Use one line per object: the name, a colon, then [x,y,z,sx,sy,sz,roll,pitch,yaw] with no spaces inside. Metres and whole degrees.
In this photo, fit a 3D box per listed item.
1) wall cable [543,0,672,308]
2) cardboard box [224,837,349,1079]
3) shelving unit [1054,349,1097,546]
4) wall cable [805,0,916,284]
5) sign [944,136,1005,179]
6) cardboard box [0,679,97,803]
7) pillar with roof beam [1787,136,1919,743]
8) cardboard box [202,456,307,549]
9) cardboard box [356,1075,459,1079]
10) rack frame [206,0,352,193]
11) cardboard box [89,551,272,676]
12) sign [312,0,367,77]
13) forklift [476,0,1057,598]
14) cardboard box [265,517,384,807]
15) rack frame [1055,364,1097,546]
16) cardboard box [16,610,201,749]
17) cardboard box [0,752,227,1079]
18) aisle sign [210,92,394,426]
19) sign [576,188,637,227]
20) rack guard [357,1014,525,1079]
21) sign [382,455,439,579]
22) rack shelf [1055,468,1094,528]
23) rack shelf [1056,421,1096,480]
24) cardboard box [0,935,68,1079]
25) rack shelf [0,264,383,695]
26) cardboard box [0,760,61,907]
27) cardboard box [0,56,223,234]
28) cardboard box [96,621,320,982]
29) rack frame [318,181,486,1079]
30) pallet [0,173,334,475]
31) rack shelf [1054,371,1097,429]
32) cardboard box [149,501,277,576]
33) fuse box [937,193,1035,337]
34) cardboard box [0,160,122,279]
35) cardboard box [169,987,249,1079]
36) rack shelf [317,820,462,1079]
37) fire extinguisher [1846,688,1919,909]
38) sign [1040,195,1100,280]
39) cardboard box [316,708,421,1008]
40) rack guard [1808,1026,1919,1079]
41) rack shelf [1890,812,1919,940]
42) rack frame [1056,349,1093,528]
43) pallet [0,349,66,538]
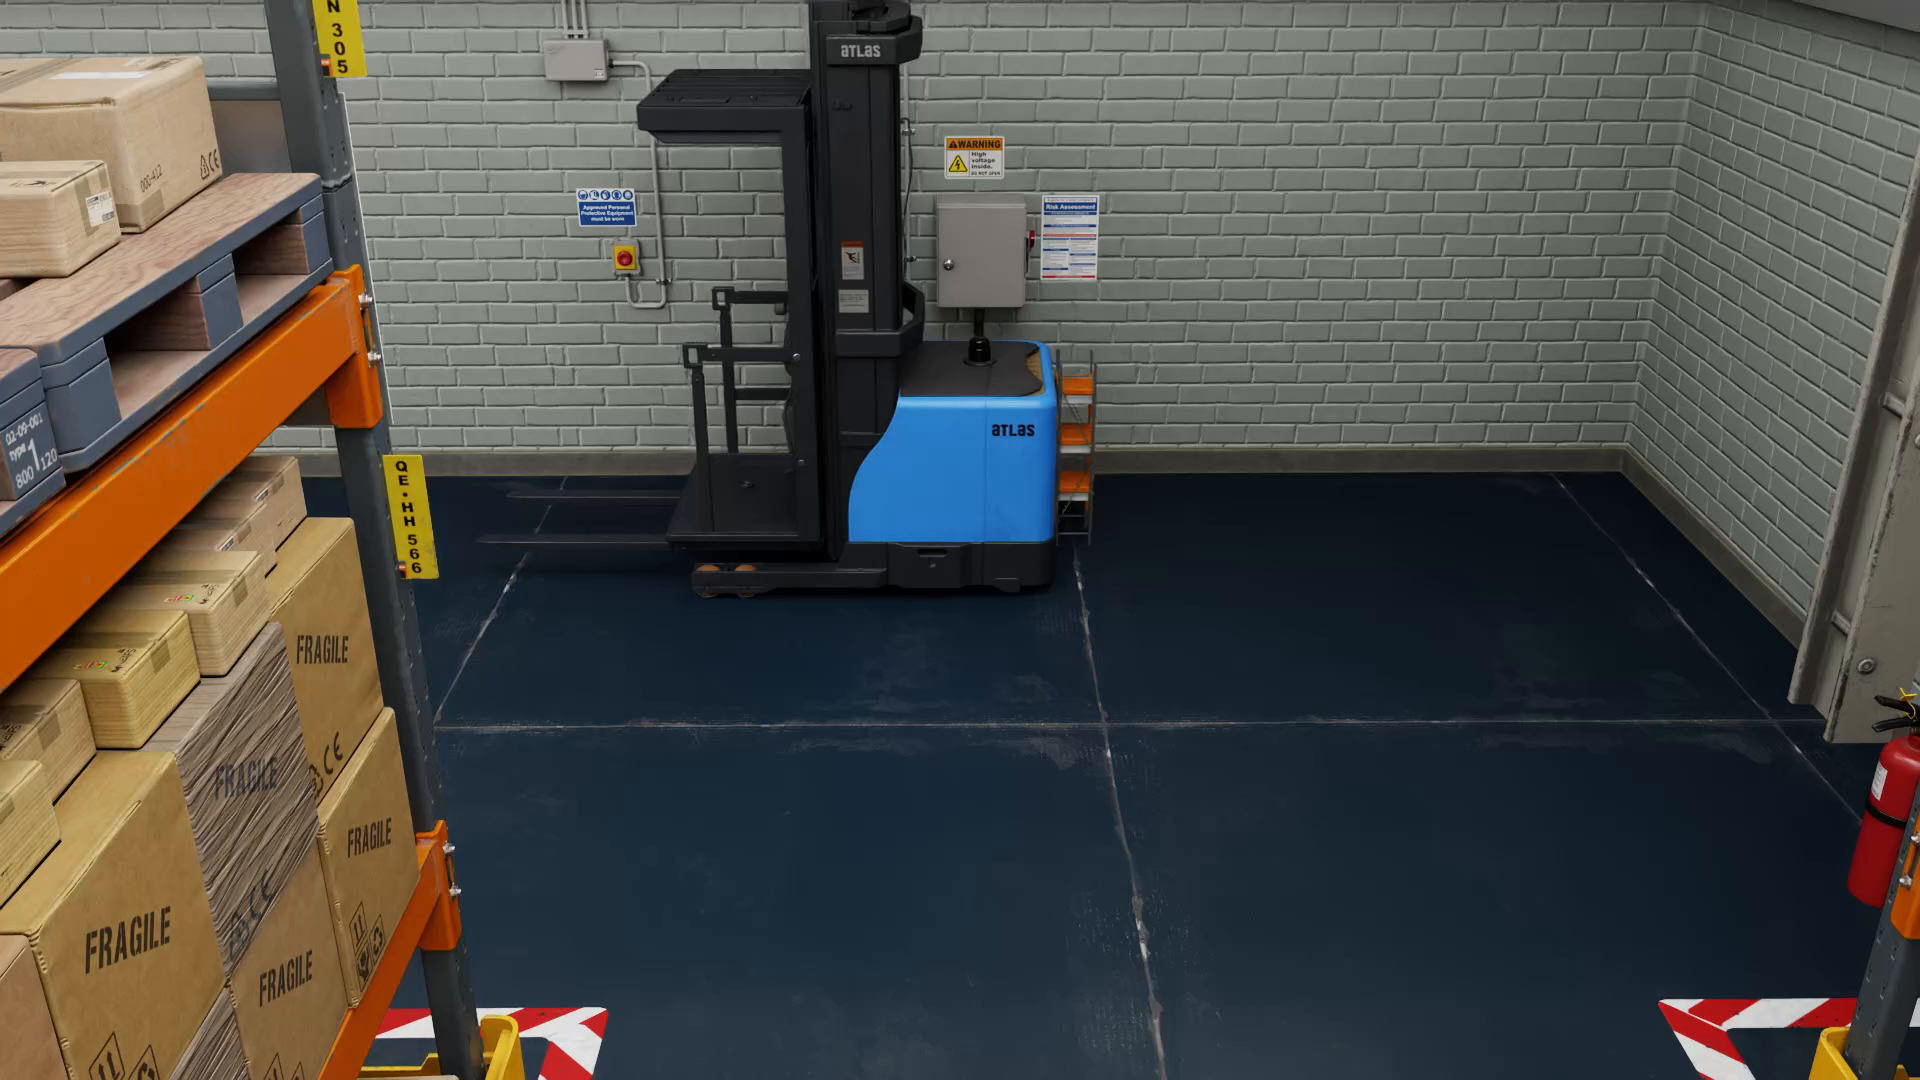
wall cable: [-1.964,-2.222,9.252,0.585,1.953,0.123,0,24,-1]
cardboard box: [-1.618,0.938,3.416,0.500,0.500,0.500,-1,24,-2]
shelving unit: [0.621,-0.498,9.078,0.215,1.050,0.252,0,24,0]
wall cable: [-0.545,-2.219,9.283,0.588,1.984,0.122,0,24,-1]
sign: [0.081,-2.155,9.374,0.339,0.242,0.001,0,24,-1]
cardboard box: [-1.667,0.351,2.711,0.380,0.149,0.250,0,24,-1]
pillar with roof beam: [-0.348,-3.274,5.570,9.100,9.000,0.400,0,24,-1]
cardboard box: [-1.674,-0.071,3.645,0.380,0.149,0.250,0,24,0]
cardboard box: [-1.771,1.826,4.172,0.875,0.438,0.875,-1,24,-2]
rack frame: [-1.879,-2.155,3.094,1.000,3.000,0.127,0,24,-1]
cardboard box: [-1.561,0.139,3.180,0.380,0.149,0.250,0,24,-1]
sign: [-1.336,-1.152,3.539,0.100,0.325,0.005,0,24,-1]
forklift: [-1.016,-1.256,8.470,3.031,2.935,1.130,0,24,0]
cardboard box: [-1.635,0.275,3.667,0.500,0.500,0.500,1,24,1]
rack frame: [0.622,-0.448,8.967,0.200,1.050,0.008,0,24,0]
cardboard box: [-1.599,0.243,2.950,0.380,0.149,0.250,0,24,1]
cardboard box: [-1.598,0.694,2.741,0.500,0.500,0.500,0,24,-1]
aisle sign: [-1.569,-0.637,3.863,0.394,0.787,0.004,0,24,-1]
sign: [-2.012,-1.893,9.467,0.327,0.218,0.001,0,24,-1]
rack guard: [-1.879,1.708,4.868,1.175,0.500,0.348,0,24,-1]
sign: [-1.336,-0.054,4.036,0.100,0.325,0.005,0,24,-1]
rack shelf: [0.621,-0.236,9.197,0.215,0.259,0.240,0,24,0]
rack shelf: [0.621,-0.489,9.082,0.215,0.259,0.240,0,24,0]
cardboard box: [-1.594,0.901,2.282,0.500,0.500,0.500,0,24,-1]
rack shelf: [-1.857,0.364,2.038,1.077,0.370,4.000,0,24,-1]
cardboard box: [-1.606,0.455,2.483,0.380,0.149,0.250,0,24,1]
cardboard box: [-1.784,-0.772,3.227,0.500,0.250,0.500,-2,24,-5]
cardboard box: [-1.600,0.490,3.191,0.500,0.500,0.500,0,24,0]
rack frame: [-1.879,0.579,4.331,1.000,3.000,0.127,0,24,-1]
pallet: [-1.860,-0.442,3.055,1.003,0.211,1.213,0,24,-1]
rack shelf: [0.621,-0.747,8.965,0.215,0.259,0.240,0,24,0]
cardboard box: [-1.648,0.033,3.414,0.380,0.149,0.250,0,24,0]
fuse box: [0.139,-1.107,9.621,0.539,1.711,0.414,0,24,-1]
cardboard box: [-1.699,-0.553,2.867,0.380,0.149,0.250,-2,24,-5]
cardboard box: [-1.603,1.149,2.947,0.500,0.500,0.500,0,24,1]
rack shelf: [-1.857,1.731,2.657,1.077,0.370,4.000,0,24,-1]
fire extinguisher: [2.621,0.701,4.606,0.296,0.674,0.183,0,24,-1]
sign: [0.630,-1.738,9.569,0.329,0.494,0.001,0,24,-1]
cardboard box: [-1.609,0.731,3.873,0.500,0.500,0.500,0,24,0]
rack guard: [3.086,1.725,4.829,1.175,0.500,0.348,0,24,-1]
rack shelf: [3.107,1.707,2.709,1.077,0.370,4.000,0,24,-1]
rack frame: [0.620,-0.549,9.189,0.200,1.050,0.008,0,24,0]
pallet: [-1.844,0.062,1.941,1.003,0.211,1.213,0,24,-1]
